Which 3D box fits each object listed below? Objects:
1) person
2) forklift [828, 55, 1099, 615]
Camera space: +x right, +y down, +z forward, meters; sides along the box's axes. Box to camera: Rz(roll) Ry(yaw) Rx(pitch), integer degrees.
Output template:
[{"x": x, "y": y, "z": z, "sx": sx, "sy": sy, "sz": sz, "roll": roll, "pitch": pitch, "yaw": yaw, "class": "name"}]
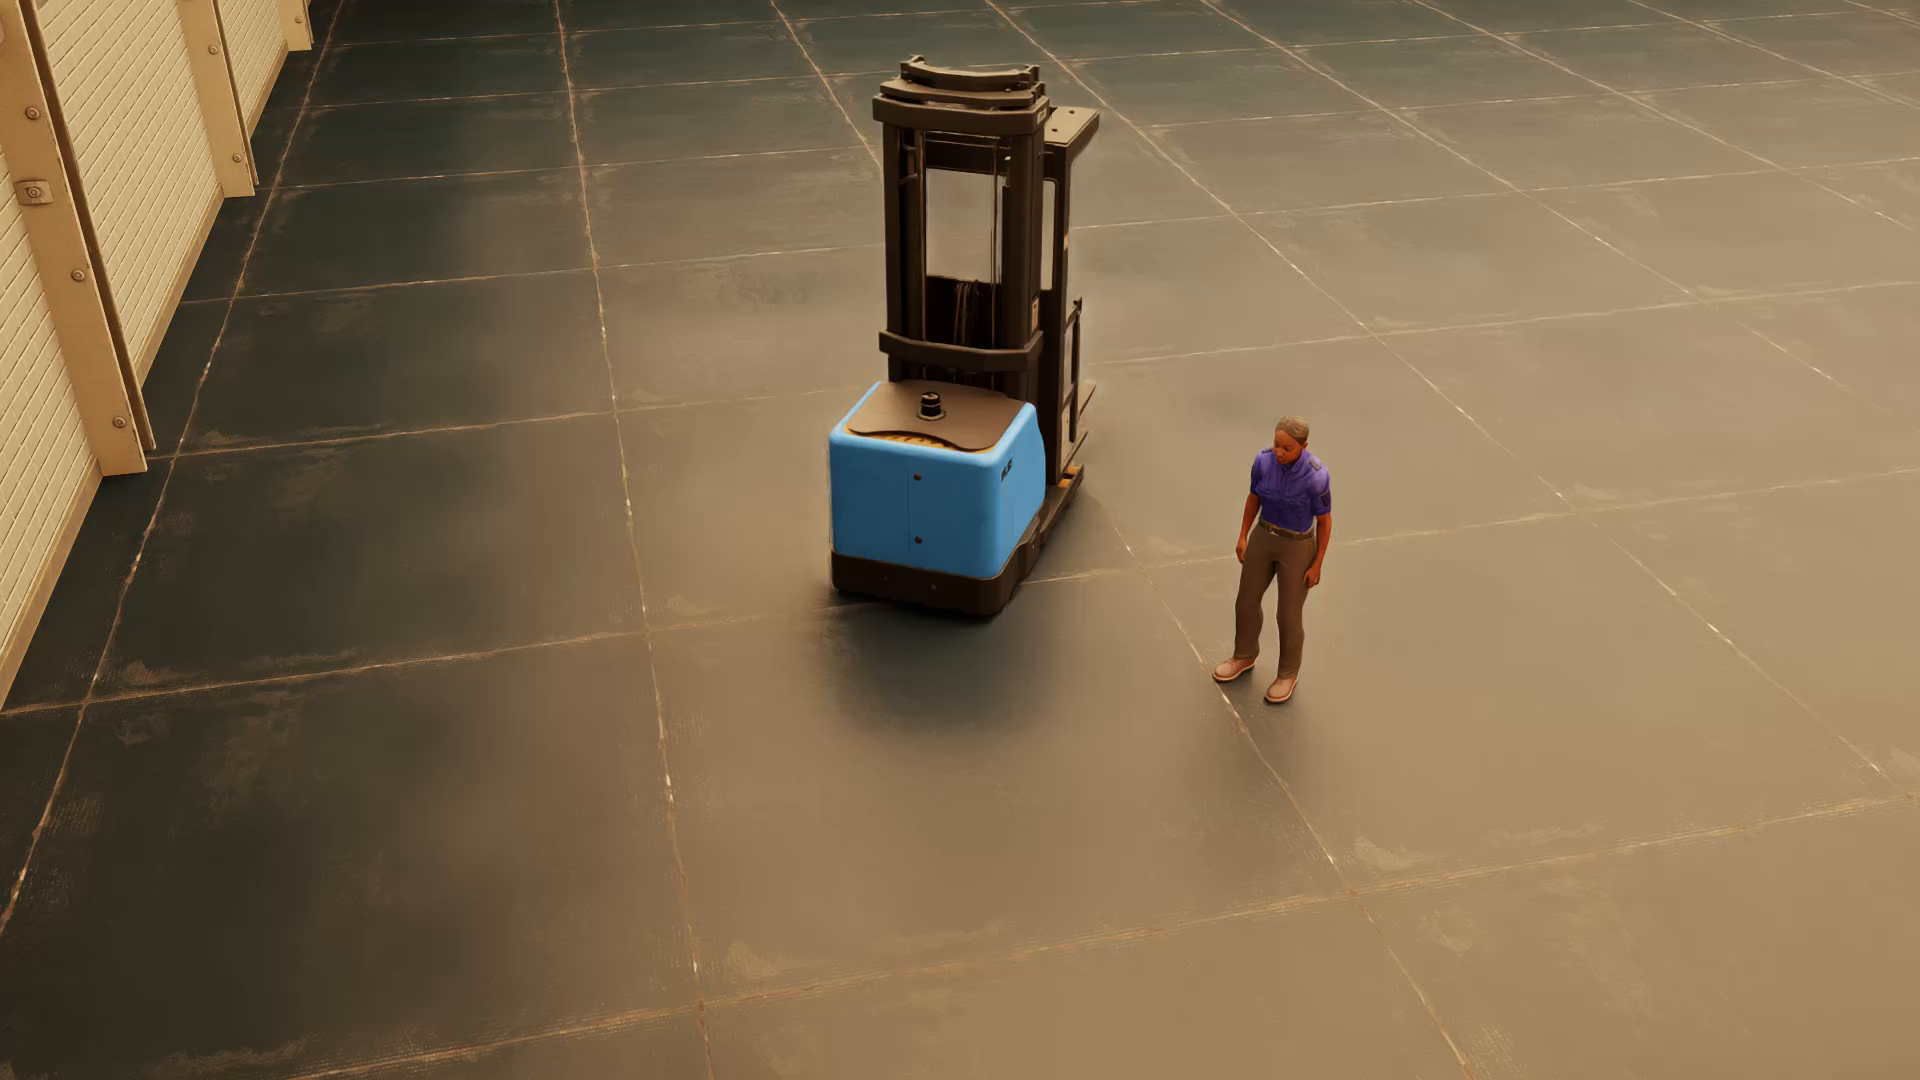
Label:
[{"x": 1.677, "y": 0.061, "z": 8.746, "sx": 0.511, "sy": 1.653, "sz": 0.351, "roll": 22, "pitch": 37, "yaw": 33, "class": "person"}, {"x": 0.185, "y": -1.561, "z": 10.272, "sx": 1.130, "sy": 2.935, "sz": 3.031, "roll": 10, "pitch": 31, "yaw": 16, "class": "forklift"}]
